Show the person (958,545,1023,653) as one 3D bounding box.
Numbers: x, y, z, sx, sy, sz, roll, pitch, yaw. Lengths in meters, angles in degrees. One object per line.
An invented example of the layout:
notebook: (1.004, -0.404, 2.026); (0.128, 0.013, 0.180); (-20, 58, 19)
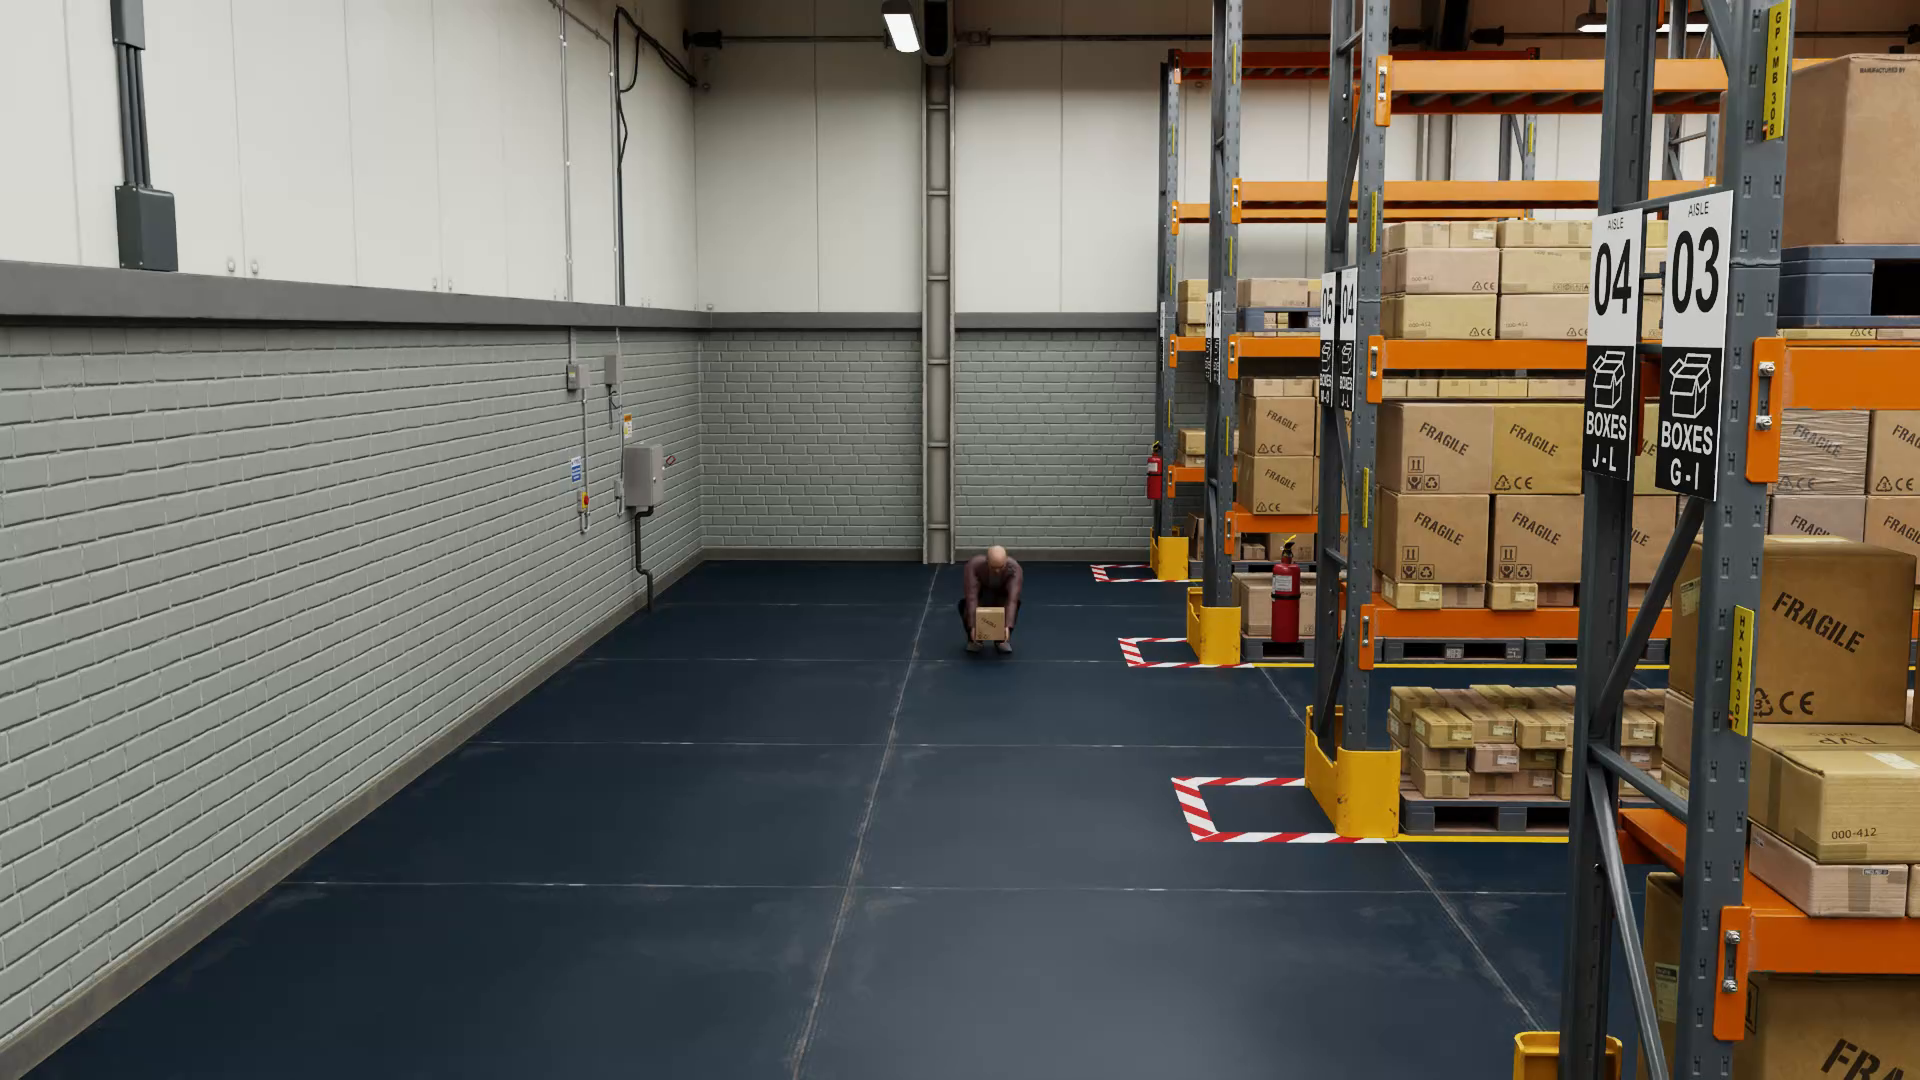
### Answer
person: (0.269, 0.524, 14.829); (0.584, 0.989, 0.917); (0, 7, 0)
